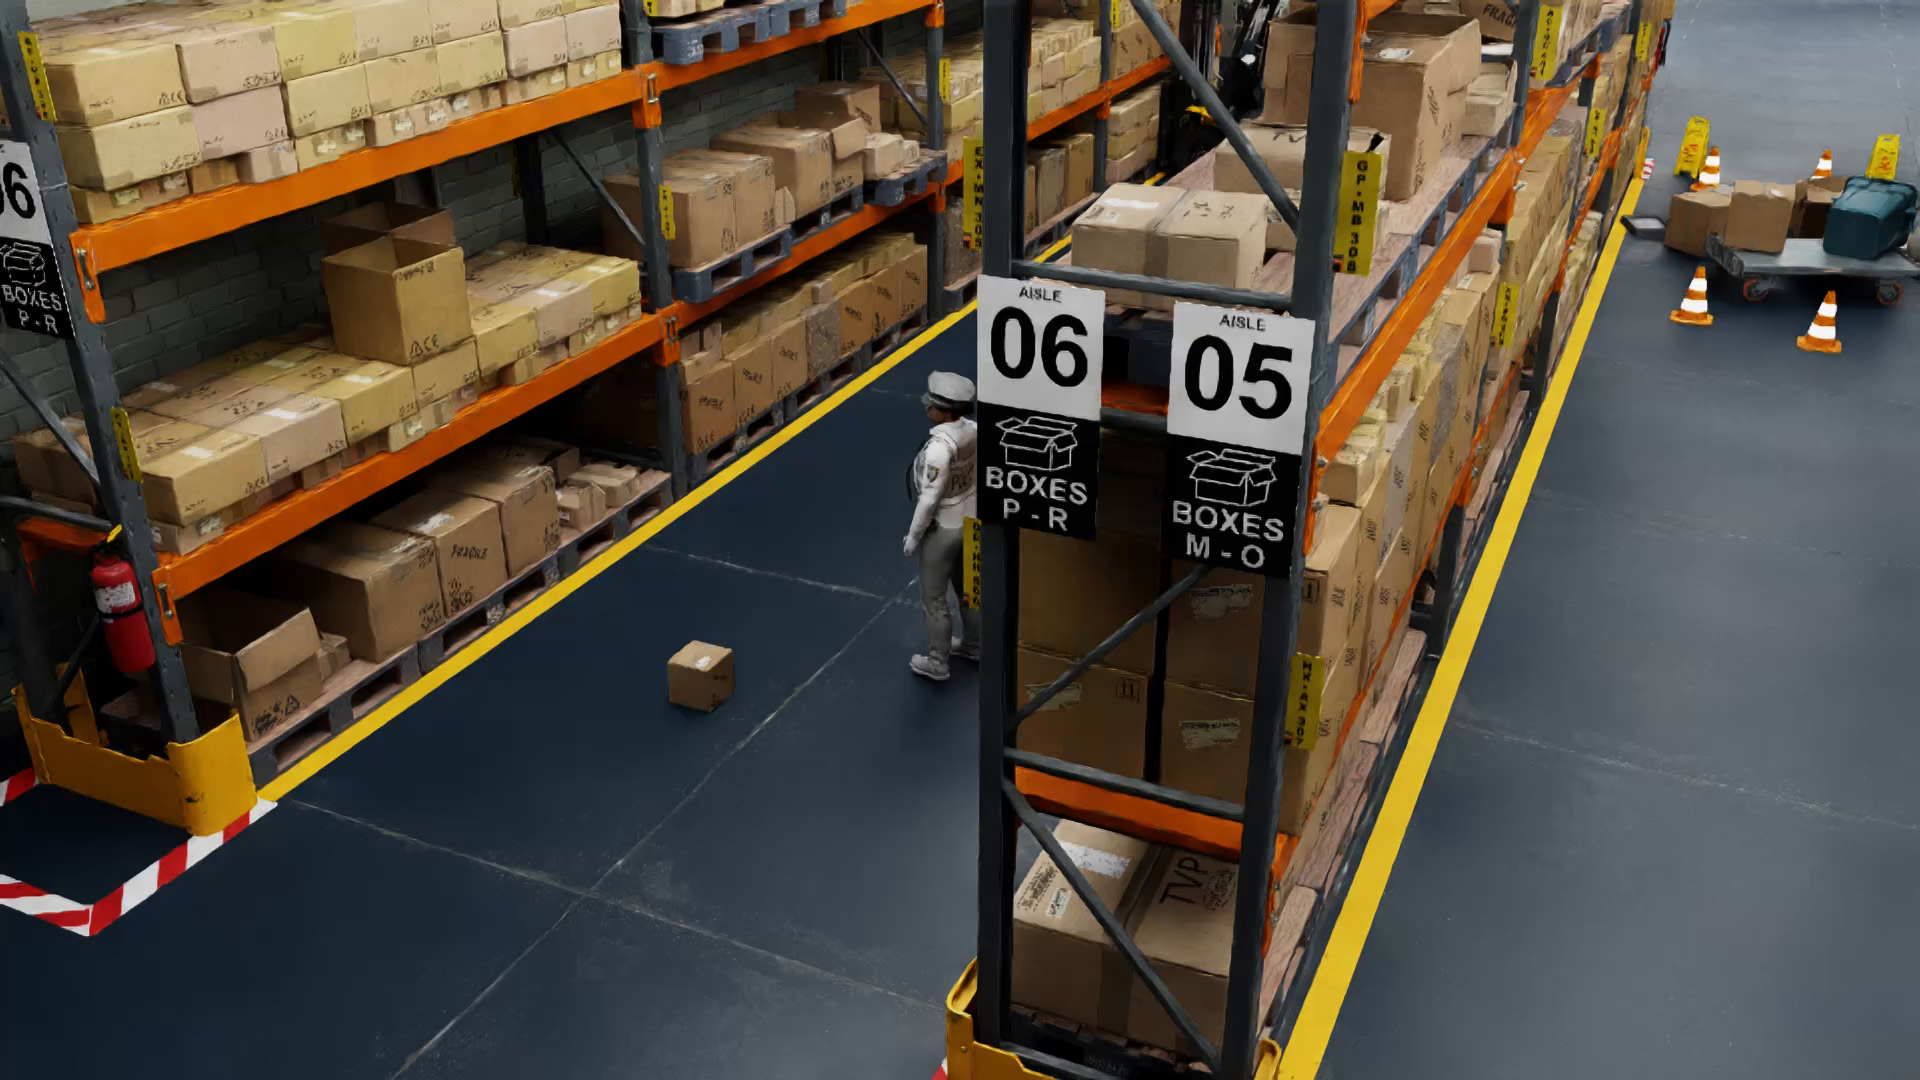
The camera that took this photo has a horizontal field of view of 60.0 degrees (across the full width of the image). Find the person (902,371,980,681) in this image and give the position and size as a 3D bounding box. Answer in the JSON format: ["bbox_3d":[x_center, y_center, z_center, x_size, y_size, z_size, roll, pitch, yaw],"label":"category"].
[{"bbox_3d":[-0.074,-0.069,8.693,0.350,1.685,0.506,14,30,26],"label":"person"}]
